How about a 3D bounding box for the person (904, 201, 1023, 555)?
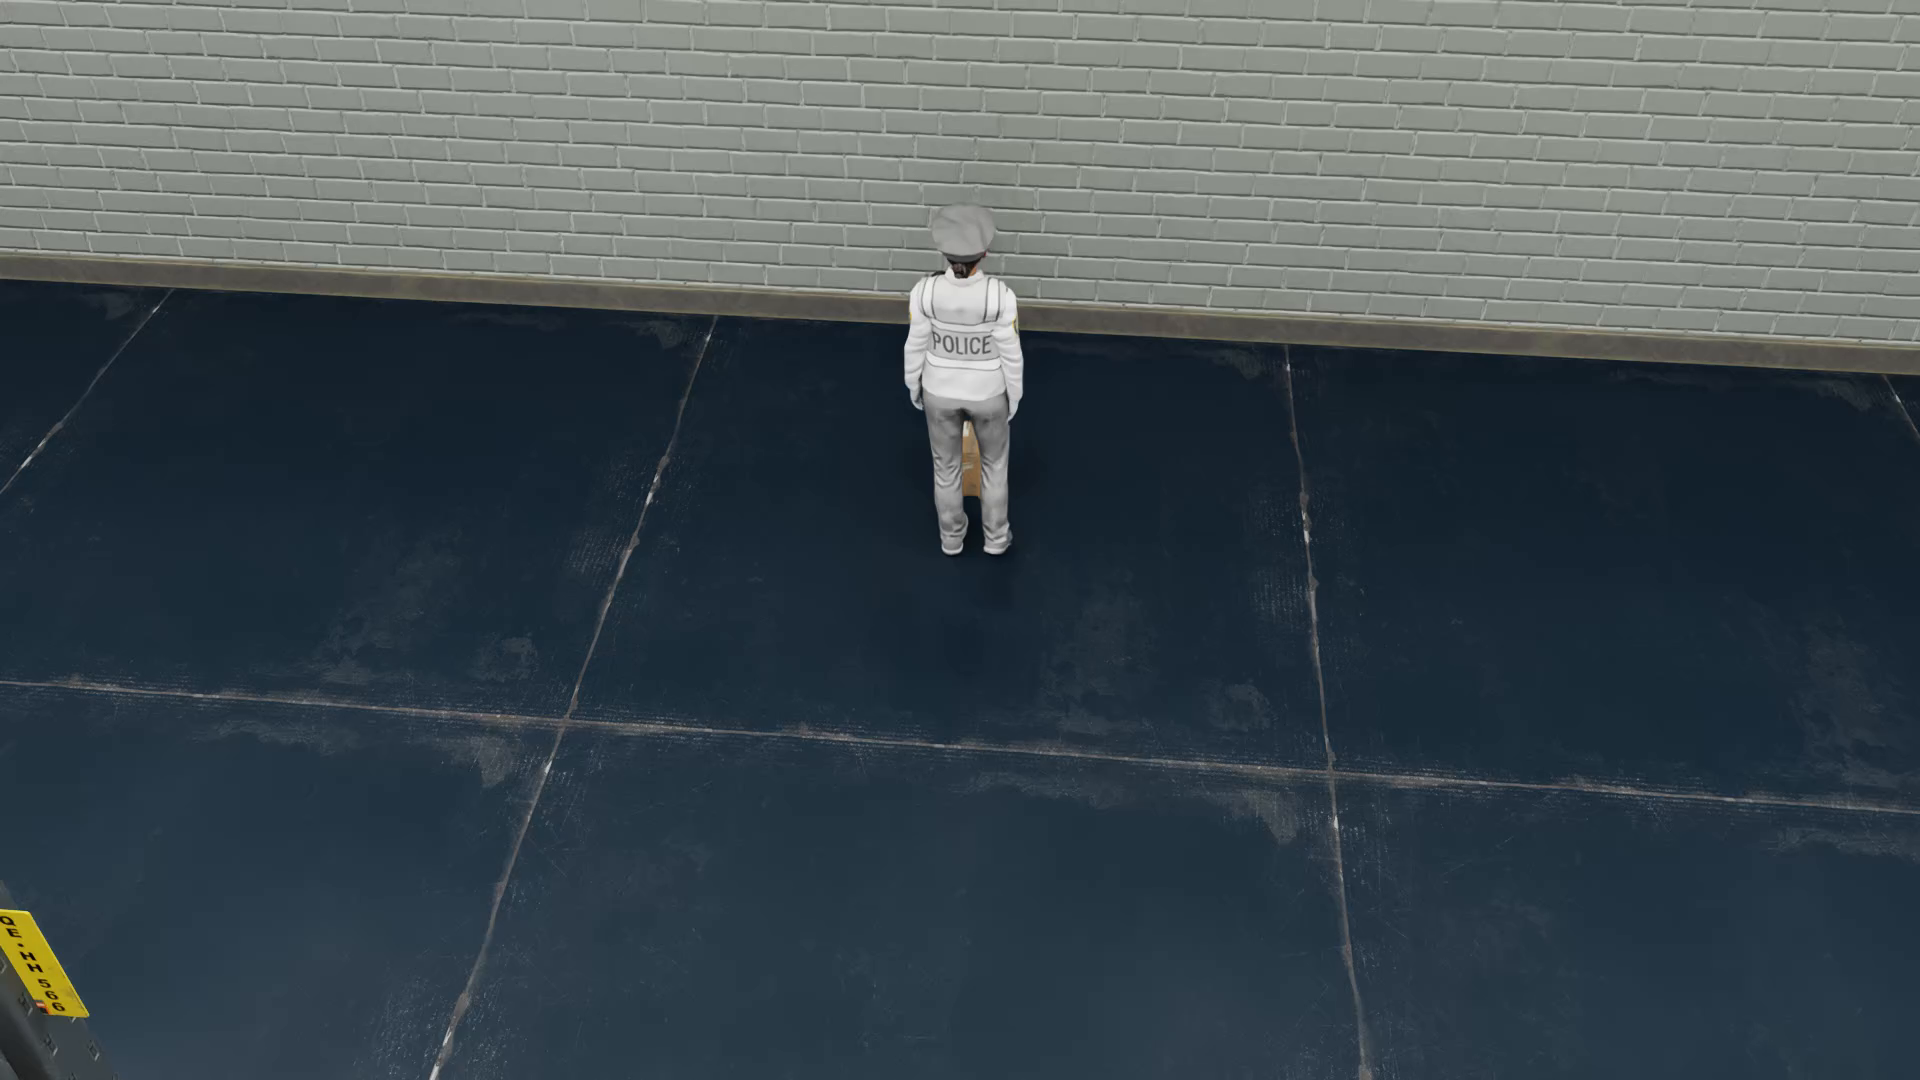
[{"bbox_3d":[0.017,-0.605,6.880,0.490,1.744,0.384,4,40,4],"label":"person"}]
